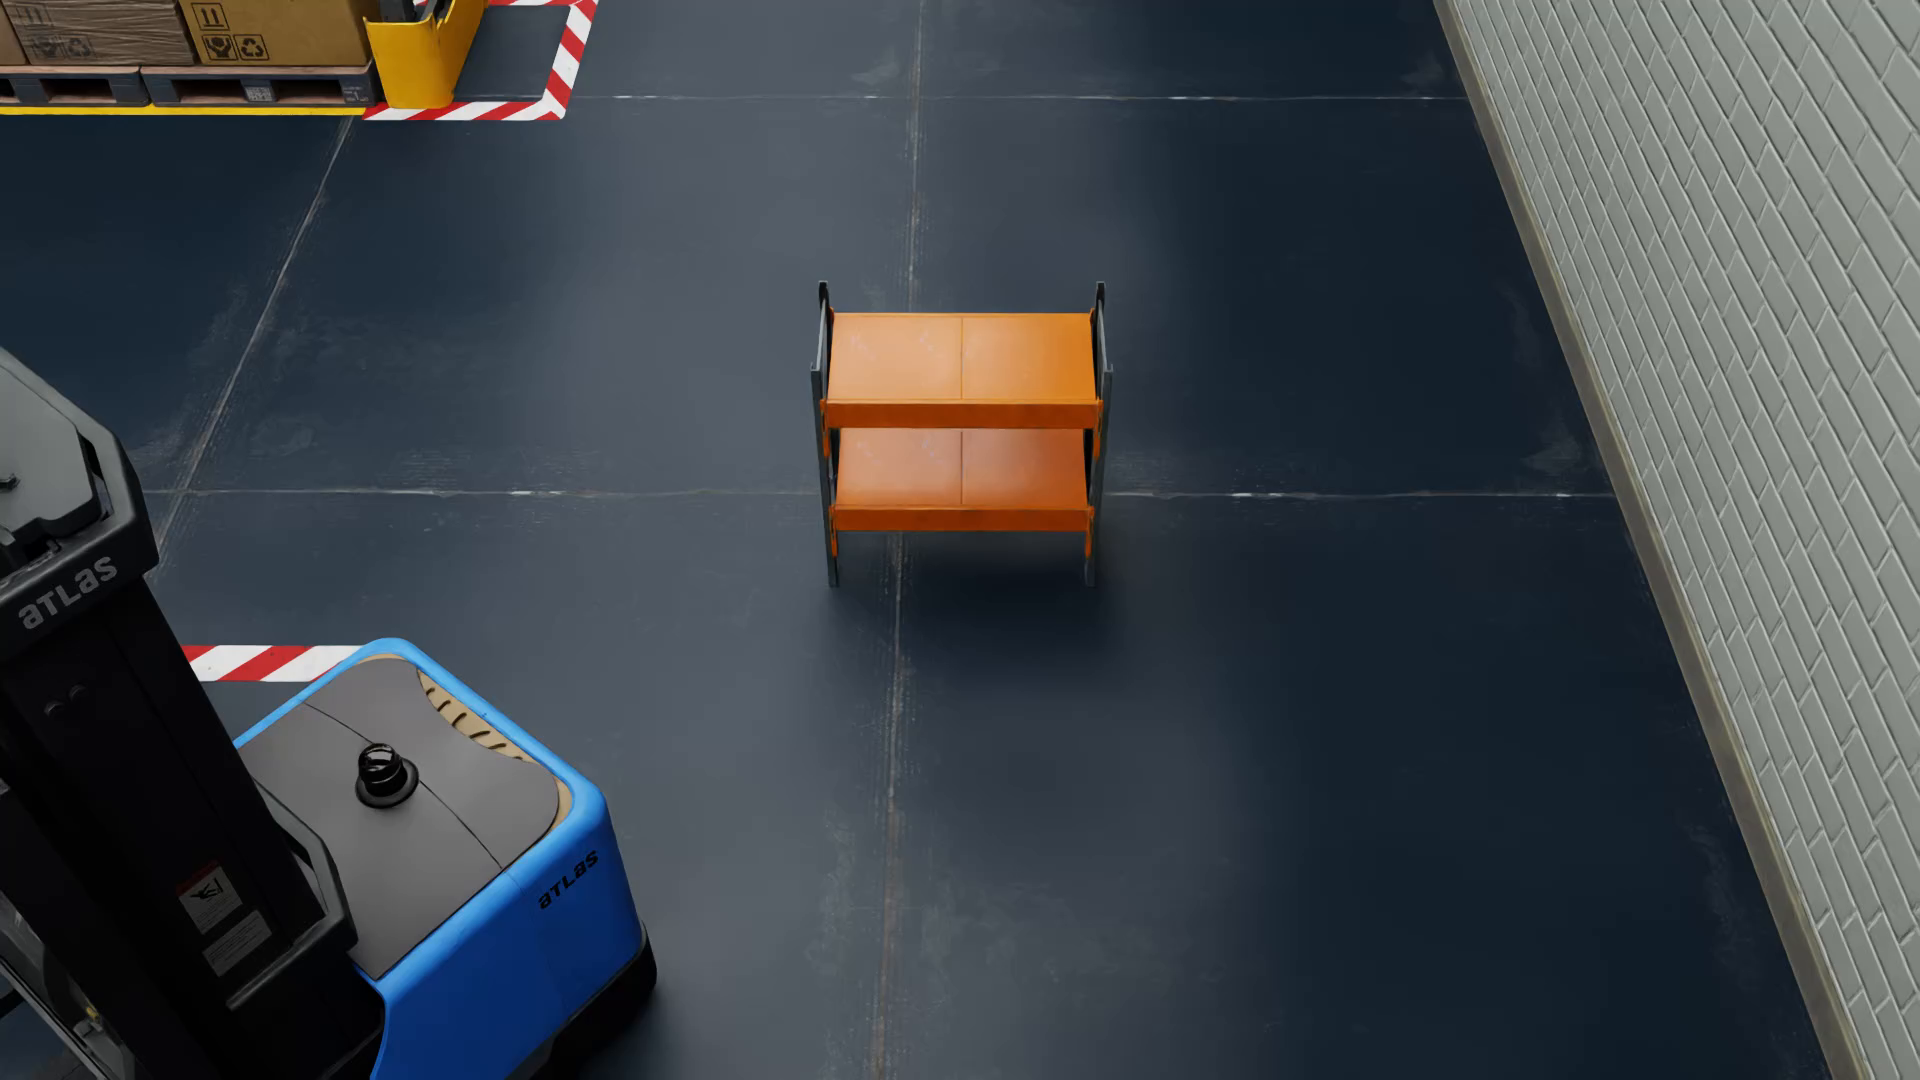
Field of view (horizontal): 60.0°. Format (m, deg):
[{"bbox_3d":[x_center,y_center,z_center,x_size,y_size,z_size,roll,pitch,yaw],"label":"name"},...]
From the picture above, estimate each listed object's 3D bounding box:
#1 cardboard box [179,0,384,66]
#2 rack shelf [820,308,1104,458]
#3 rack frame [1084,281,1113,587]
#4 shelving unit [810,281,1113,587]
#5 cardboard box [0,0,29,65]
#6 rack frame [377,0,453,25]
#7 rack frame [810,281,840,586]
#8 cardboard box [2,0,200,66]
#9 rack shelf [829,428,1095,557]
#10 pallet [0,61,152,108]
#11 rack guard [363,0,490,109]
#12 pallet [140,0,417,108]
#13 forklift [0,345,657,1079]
[{"bbox_3d":[-3.567,-3.119,8.768,0.875,0.875,0.875,0,47,0],"label":"cardboard box"},{"bbox_3d":[0.007,-0.583,6.124,1.000,0.278,0.538,0,47,0],"label":"rack shelf"},{"bbox_3d":[0.515,-0.382,6.337,0.032,1.125,0.500,0,47,0],"label":"rack frame"},{"bbox_3d":[0.007,-0.383,6.338,1.048,1.125,0.538,0,47,0],"label":"shelving unit"},{"bbox_3d":[-5.367,-3.124,8.773,0.875,0.875,0.875,0,47,0],"label":"cardboard box"},{"bbox_3d":[-2.927,-3.756,8.197,0.127,3.000,1.000,0,47,0],"label":"rack frame"},{"bbox_3d":[-0.502,-0.385,6.340,0.032,1.125,0.500,0,47,0],"label":"rack frame"},{"bbox_3d":[-4.477,-3.121,8.771,0.875,0.875,0.875,0,47,0],"label":"cardboard box"},{"bbox_3d":[0.007,-0.217,6.517,1.000,0.278,0.538,0,47,0],"label":"rack shelf"},{"bbox_3d":[-4.944,-2.757,9.172,1.213,0.211,1.003,0,47,0],"label":"pallet"},{"bbox_3d":[-2.903,-2.905,9.112,0.348,0.500,1.175,0,47,0],"label":"rack guard"},{"bbox_3d":[-3.727,-2.751,9.167,1.213,0.211,1.003,0,47,0],"label":"pallet"},{"bbox_3d":[-2.294,1.061,3.760,1.130,2.935,3.031,31,54,25],"label":"forklift"}]
